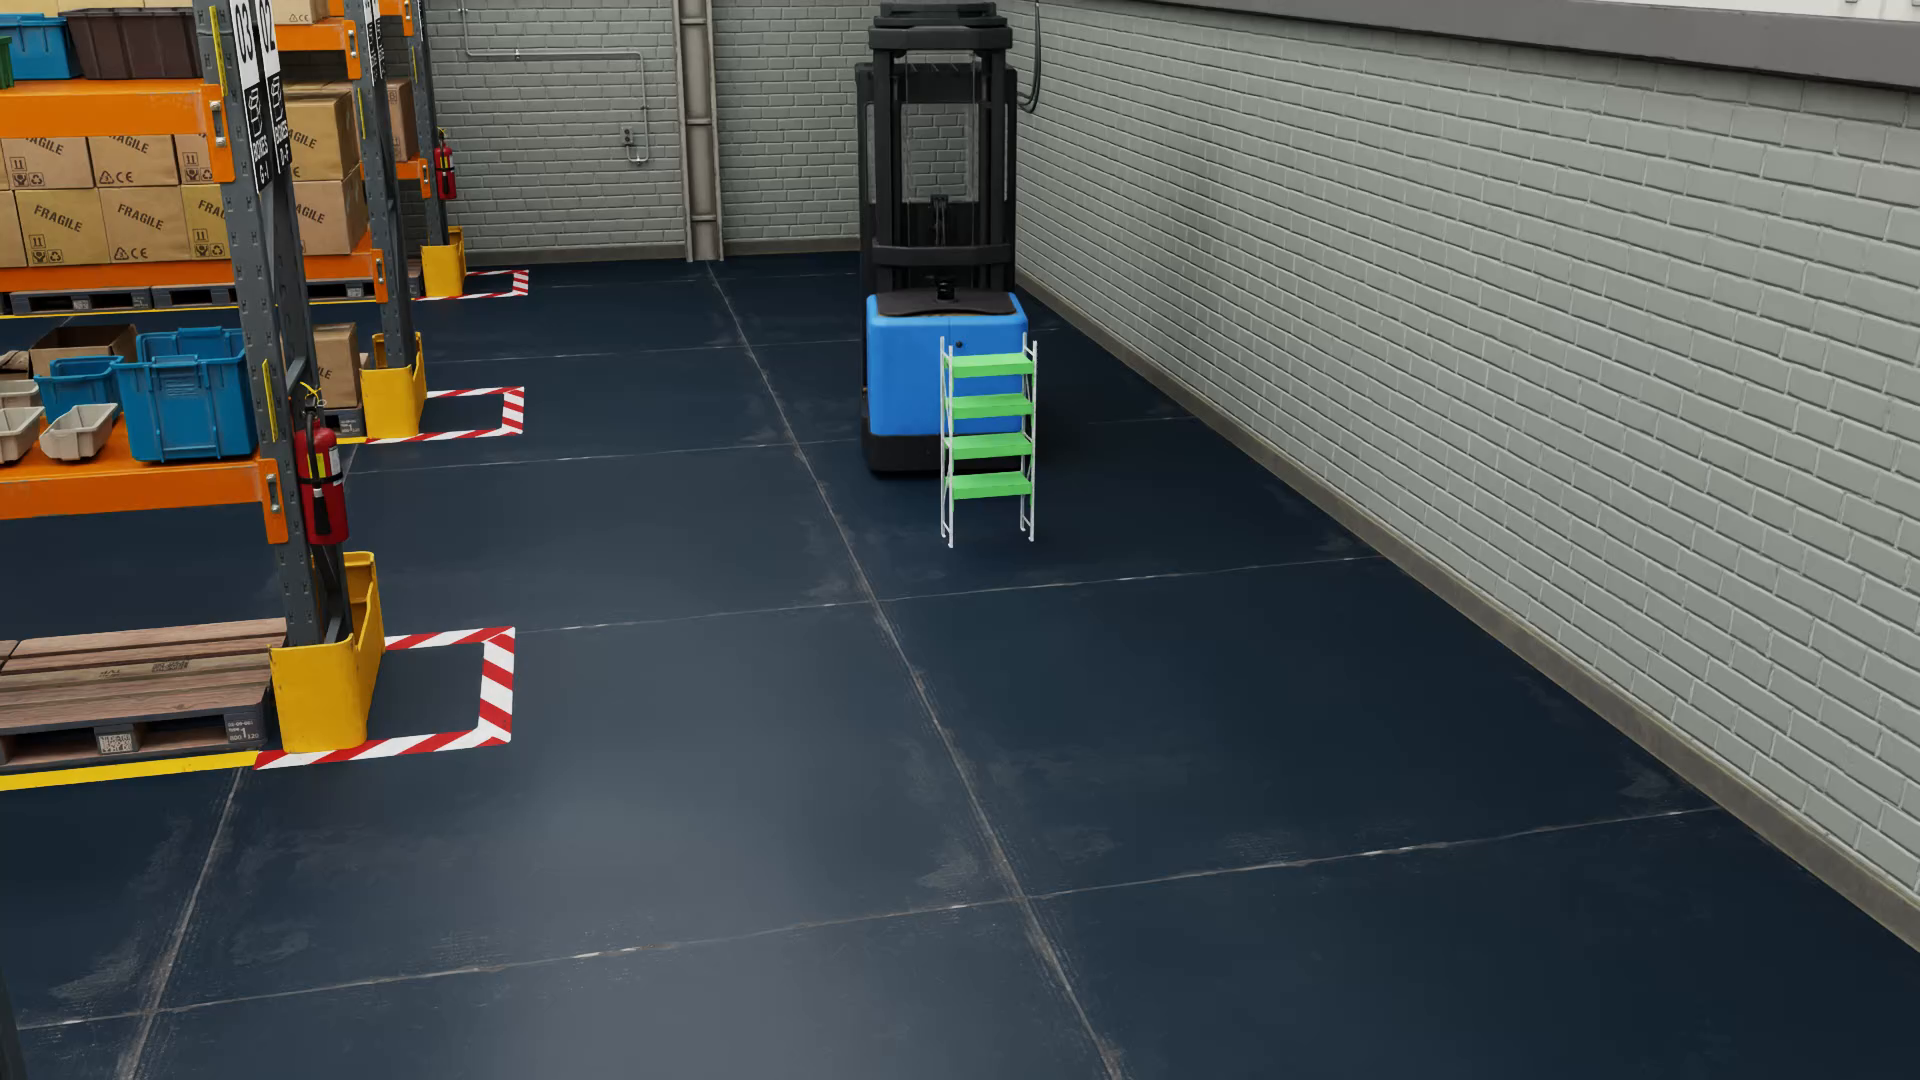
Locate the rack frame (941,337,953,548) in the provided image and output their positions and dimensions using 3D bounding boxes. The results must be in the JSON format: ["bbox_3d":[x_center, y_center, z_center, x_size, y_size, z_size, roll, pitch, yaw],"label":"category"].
[{"bbox_3d":[-0.076,-0.557,9.591,0.015,1.200,0.240,-5,21,-12],"label":"rack frame"}]

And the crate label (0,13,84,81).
[{"bbox_3d":[-3.918,-2.045,6.893,0.502,0.251,0.408,-5,21,-12],"label":"crate label"}]

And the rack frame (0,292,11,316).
[{"bbox_3d":[-9.118,-3.671,15.476,0.127,3.000,1.000,-5,21,-12],"label":"rack frame"}]

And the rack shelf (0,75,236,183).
[{"bbox_3d":[-4.892,-1.584,6.463,4.000,0.370,1.077,-5,21,-12],"label":"rack shelf"}]

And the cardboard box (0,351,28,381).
[{"bbox_3d":[-6.755,-1.157,11.881,0.500,0.311,0.500,-5,21,-12],"label":"cardboard box"}]

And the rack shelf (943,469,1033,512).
[{"bbox_3d":[0.161,-0.291,9.749,0.480,0.148,0.258,-5,21,-12],"label":"rack shelf"}]

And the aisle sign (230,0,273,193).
[{"bbox_3d":[-2.808,-1.800,6.588,0.004,0.787,0.394,-5,21,-12],"label":"aisle sign"}]

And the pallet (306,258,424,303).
[{"bbox_3d":[-5.985,-2.589,16.576,1.213,0.211,1.003,-5,21,-12],"label":"pallet"}]

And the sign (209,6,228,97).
[{"bbox_3d":[-2.803,-1.848,6.290,0.005,0.325,0.100,-5,21,-12],"label":"sign"}]

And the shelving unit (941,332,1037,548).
[{"bbox_3d":[0.161,-0.576,9.644,0.503,1.200,0.258,-5,21,-12],"label":"shelving unit"}]

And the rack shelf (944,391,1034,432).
[{"bbox_3d":[0.161,-0.742,9.583,0.480,0.148,0.258,-5,21,-12],"label":"rack shelf"}]

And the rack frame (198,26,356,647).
[{"bbox_3d":[-2.946,-0.672,7.287,0.127,3.000,1.000,-5,21,-12],"label":"rack frame"}]

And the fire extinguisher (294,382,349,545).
[{"bbox_3d":[-2.694,-0.320,6.982,0.183,0.674,0.296,-5,21,-12],"label":"fire extinguisher"}]

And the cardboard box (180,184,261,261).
[{"bbox_3d":[-4.959,-2.208,11.336,0.500,0.500,0.500,-4,21,-12],"label":"cardboard box"}]

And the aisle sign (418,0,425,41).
[{"bbox_3d":[-5.086,-5.114,15.634,0.004,0.787,0.394,-5,21,-12],"label":"aisle sign"}]

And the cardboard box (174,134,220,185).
[{"bbox_3d":[-4.943,-2.679,11.168,0.500,0.500,0.500,-4,21,-11],"label":"cardboard box"}]

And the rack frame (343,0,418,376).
[{"bbox_3d":[-4.082,-2.330,11.814,0.127,3.000,1.000,-5,21,-12],"label":"rack frame"}]

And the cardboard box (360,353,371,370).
[{"bbox_3d":[-4.568,-1.280,12.453,0.250,0.149,0.380,-5,21,-12],"label":"cardboard box"}]

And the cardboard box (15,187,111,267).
[{"bbox_3d":[-5.936,-2.131,11.125,0.500,0.500,0.500,-5,21,-13],"label":"cardboard box"}]

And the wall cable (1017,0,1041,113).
[{"bbox_3d":[0.361,-5.675,16.738,0.112,2.526,3.097,-5,21,-12],"label":"wall cable"}]

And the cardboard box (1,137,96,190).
[{"bbox_3d":[-5.946,-2.596,10.941,0.500,0.500,0.500,-4,20,-11],"label":"cardboard box"}]

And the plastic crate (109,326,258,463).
[{"bbox_3d":[-3.228,-0.627,7.028,0.499,0.435,0.616,-5,21,-12],"label":"plastic crate"}]

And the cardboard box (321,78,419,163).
[{"bbox_3d":[-5.719,-4.085,16.169,0.700,0.700,0.980,-4,20,-10],"label":"cardboard box"}]

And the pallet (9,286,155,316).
[{"bbox_3d":[-8.360,-2.396,16.048,1.213,0.211,1.003,-5,21,-12],"label":"pallet"}]

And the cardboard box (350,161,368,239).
[{"bbox_3d":[-4.574,-2.430,11.942,0.500,0.500,0.500,-4,21,-11],"label":"cardboard box"}]

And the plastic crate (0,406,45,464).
[{"bbox_3d":[-3.983,-0.433,6.931,0.243,0.136,0.396,-5,21,-12],"label":"plastic crate"}]

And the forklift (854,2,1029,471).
[{"bbox_3d":[-0.175,-2.285,11.791,1.130,2.935,3.031,-1,20,-4],"label":"forklift"}]

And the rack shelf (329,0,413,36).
[{"bbox_3d":[-7.172,-4.900,15.516,4.000,0.370,1.077,-5,21,-12],"label":"rack shelf"}]

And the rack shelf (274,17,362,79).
[{"bbox_3d":[-6.028,-3.242,10.990,4.000,0.370,1.077,-5,21,-12],"label":"rack shelf"}]

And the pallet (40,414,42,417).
[{"bbox_3d":[-6.116,-0.856,11.844,1.213,0.211,1.003,-5,21,-12],"label":"pallet"}]

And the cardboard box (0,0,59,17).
[{"bbox_3d":[-5.984,-3.425,10.661,0.500,0.250,0.500,-5,21,-12],"label":"cardboard box"}]

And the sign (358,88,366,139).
[{"bbox_3d":[-3.973,-2.835,11.049,0.005,0.325,0.100,-5,21,-12],"label":"sign"}]

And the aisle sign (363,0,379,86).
[{"bbox_3d":[-3.945,-3.454,11.102,0.004,0.787,0.394,-5,21,-12],"label":"aisle sign"}]

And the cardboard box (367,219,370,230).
[{"bbox_3d":[-5.883,-2.922,16.455,0.500,0.500,0.700,-5,21,-12],"label":"cardboard box"}]

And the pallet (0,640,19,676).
[{"bbox_3d":[-4.942,0.785,7.364,1.213,0.211,1.003,-5,21,-12],"label":"pallet"}]

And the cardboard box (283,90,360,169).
[{"bbox_3d":[-4.574,-2.900,11.770,0.500,0.500,0.500,-4,20,-11],"label":"cardboard box"}]

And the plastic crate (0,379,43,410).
[{"bbox_3d":[-4.253,-0.615,7.430,0.298,0.136,0.250,-5,21,-12],"label":"plastic crate"}]

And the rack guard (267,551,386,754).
[{"bbox_3d":[-2.925,0.496,7.734,0.348,0.500,1.175,-5,21,-12],"label":"rack guard"}]

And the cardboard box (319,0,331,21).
[{"bbox_3d":[-4.640,-3.713,11.446,0.500,0.250,0.500,-5,21,-12],"label":"cardboard box"}]

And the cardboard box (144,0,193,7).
[{"bbox_3d":[-5.010,-3.503,10.874,0.500,0.250,0.500,-5,21,-12],"label":"cardboard box"}]
